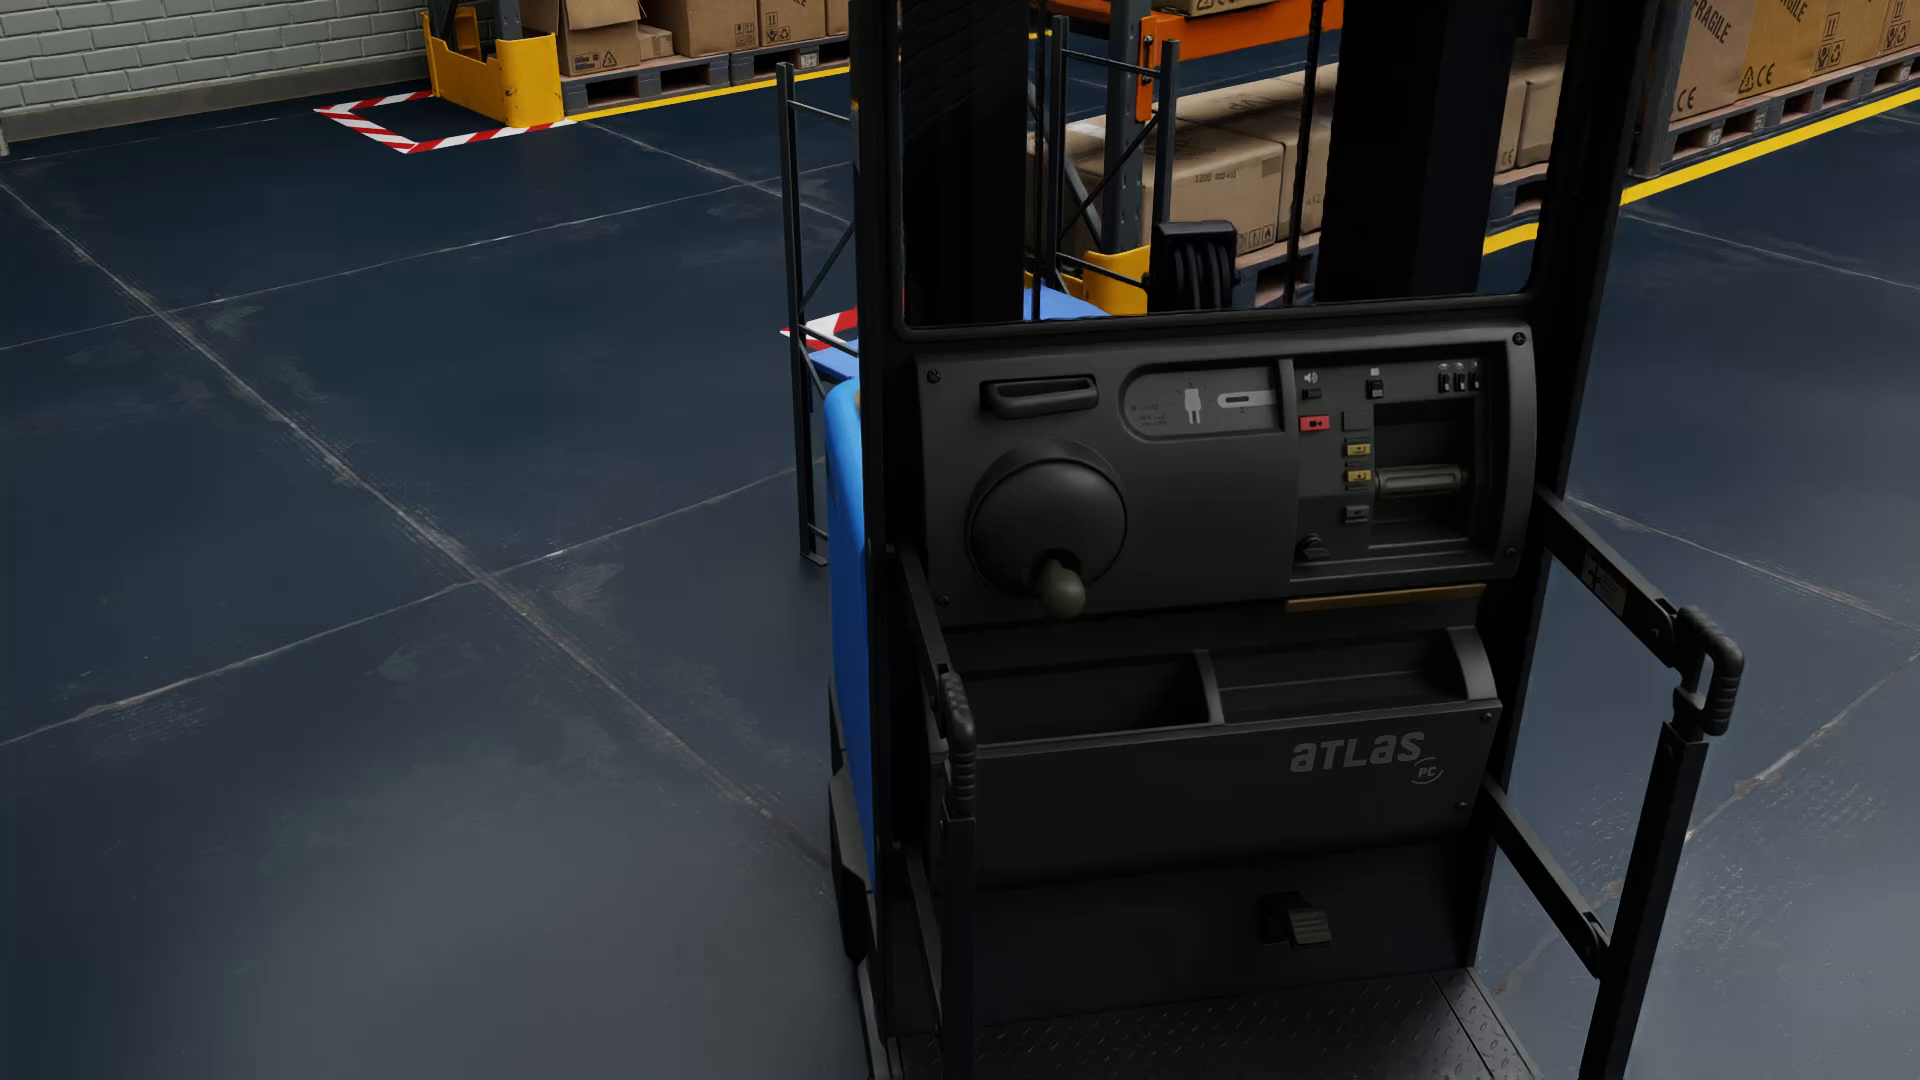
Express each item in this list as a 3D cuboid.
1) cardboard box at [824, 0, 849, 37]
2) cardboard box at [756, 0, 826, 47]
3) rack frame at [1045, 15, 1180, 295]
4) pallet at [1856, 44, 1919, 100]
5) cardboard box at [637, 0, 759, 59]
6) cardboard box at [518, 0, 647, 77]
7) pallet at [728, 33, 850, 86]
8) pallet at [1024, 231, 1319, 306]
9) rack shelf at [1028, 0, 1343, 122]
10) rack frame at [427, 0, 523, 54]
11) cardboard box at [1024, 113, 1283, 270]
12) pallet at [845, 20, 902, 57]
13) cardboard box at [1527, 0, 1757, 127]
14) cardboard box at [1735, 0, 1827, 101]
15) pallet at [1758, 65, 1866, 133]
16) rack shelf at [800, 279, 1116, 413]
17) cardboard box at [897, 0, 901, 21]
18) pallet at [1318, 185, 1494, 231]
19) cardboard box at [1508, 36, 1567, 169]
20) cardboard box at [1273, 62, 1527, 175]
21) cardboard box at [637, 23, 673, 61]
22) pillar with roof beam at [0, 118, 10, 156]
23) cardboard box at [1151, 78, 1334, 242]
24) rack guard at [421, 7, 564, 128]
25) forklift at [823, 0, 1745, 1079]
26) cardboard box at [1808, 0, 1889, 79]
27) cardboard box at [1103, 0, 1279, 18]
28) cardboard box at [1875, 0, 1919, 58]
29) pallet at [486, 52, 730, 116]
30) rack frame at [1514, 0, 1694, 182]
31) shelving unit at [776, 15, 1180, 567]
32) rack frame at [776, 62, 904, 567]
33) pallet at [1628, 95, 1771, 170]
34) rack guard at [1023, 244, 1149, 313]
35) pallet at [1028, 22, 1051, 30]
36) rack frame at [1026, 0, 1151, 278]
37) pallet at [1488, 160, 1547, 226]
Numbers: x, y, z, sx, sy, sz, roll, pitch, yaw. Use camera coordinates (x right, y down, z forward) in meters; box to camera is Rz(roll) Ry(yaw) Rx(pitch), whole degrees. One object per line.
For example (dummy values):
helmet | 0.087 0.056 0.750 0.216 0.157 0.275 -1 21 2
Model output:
cardboard box | -0.919 -3.771 11.331 0.500 0.500 0.700 -23 36 -37
cardboard box | -1.242 -3.580 10.972 0.500 0.500 0.500 -21 35 -34
rack frame | 0.452 -0.843 5.236 0.032 1.500 0.500 -22 35 -35
pallet | 5.751 -3.195 11.004 1.213 0.211 1.003 -22 35 -35
cardboard box | -1.709 -3.454 10.737 0.500 0.500 0.700 -20 34 -33
cardboard box | -2.384 -3.208 10.273 0.637 0.503 0.797 -24 36 -37
pallet | -1.320 -3.379 11.349 1.213 0.211 1.003 -22 35 -35
pallet | 0.871 -1.234 7.336 1.213 0.211 1.003 -22 35 -35
rack shelf | 1.835 -2.486 7.483 4.000 0.370 1.077 -22 35 -35
rack frame | -2.911 -3.970 9.497 0.127 3.000 1.000 -22 35 -35
cardboard box | 0.751 -1.485 7.118 0.875 0.438 0.875 -23 36 -37
pallet | -0.391 -3.754 12.051 1.213 0.211 1.003 -22 35 -35
cardboard box | 3.776 -2.882 9.269 0.875 0.875 0.875 -21 34 -33
cardboard box | 4.458 -3.161 9.791 0.875 0.875 0.875 -21 34 -34
pallet | 4.823 -2.824 10.310 1.213 0.211 1.003 -22 35 -35
rack shelf | 0.065 -0.529 5.030 1.000 0.185 0.538 -22 35 -35
cardboard box | -0.373 -3.788 11.611 0.258 0.266 0.396 -20 34 -33
pallet | 1.798 -1.606 8.031 1.213 0.211 1.003 -22 35 -35
cardboard box | 2.809 -2.317 8.676 0.875 0.438 0.875 -22 35 -36
cardboard box | 2.128 -2.043 8.163 0.875 0.438 0.875 -23 36 -36
cardboard box | -2.036 -3.167 10.573 0.250 0.149 0.380 -24 36 -37
pillar with roof beam | -2.753 -4.571 4.256 0.400 9.000 9.100 -22 35 -35
cardboard box | 1.441 -1.768 7.648 0.875 0.438 0.875 -21 34 -34
rack guard | -2.853 -2.891 10.129 0.348 0.500 1.175 -22 35 -35
forklift | 0.439 -0.062 2.257 1.130 2.935 3.031 -5 28 -8
cardboard box | 5.139 -3.434 10.302 0.875 0.875 0.875 -21 35 -34
cardboard box | 0.865 -2.280 6.227 0.500 0.500 0.500 -22 35 -35
cardboard box | 5.820 -3.705 10.810 0.875 0.875 0.875 -22 35 -35
pallet | -2.247 -3.008 10.654 1.213 0.211 1.003 -22 35 -35
rack frame | 3.356 -3.415 8.458 0.127 3.000 1.000 -22 35 -35
shelving unit | 0.065 -0.688 4.945 1.048 1.500 0.538 -22 35 -35
rack frame | -0.322 -0.532 4.654 0.032 1.500 0.500 -22 35 -35
pallet | 3.894 -2.448 9.608 1.213 0.211 1.003 -22 35 -35
rack guard | 0.295 -1.082 6.744 0.348 0.500 1.175 -22 35 -35
pallet | 0.726 -4.226 12.935 1.213 0.211 1.003 -22 35 -35
rack frame | 0.313 -2.192 6.168 0.127 3.000 1.000 -22 35 -35
pallet | 2.727 -1.981 8.733 1.213 0.211 1.003 -22 35 -35
